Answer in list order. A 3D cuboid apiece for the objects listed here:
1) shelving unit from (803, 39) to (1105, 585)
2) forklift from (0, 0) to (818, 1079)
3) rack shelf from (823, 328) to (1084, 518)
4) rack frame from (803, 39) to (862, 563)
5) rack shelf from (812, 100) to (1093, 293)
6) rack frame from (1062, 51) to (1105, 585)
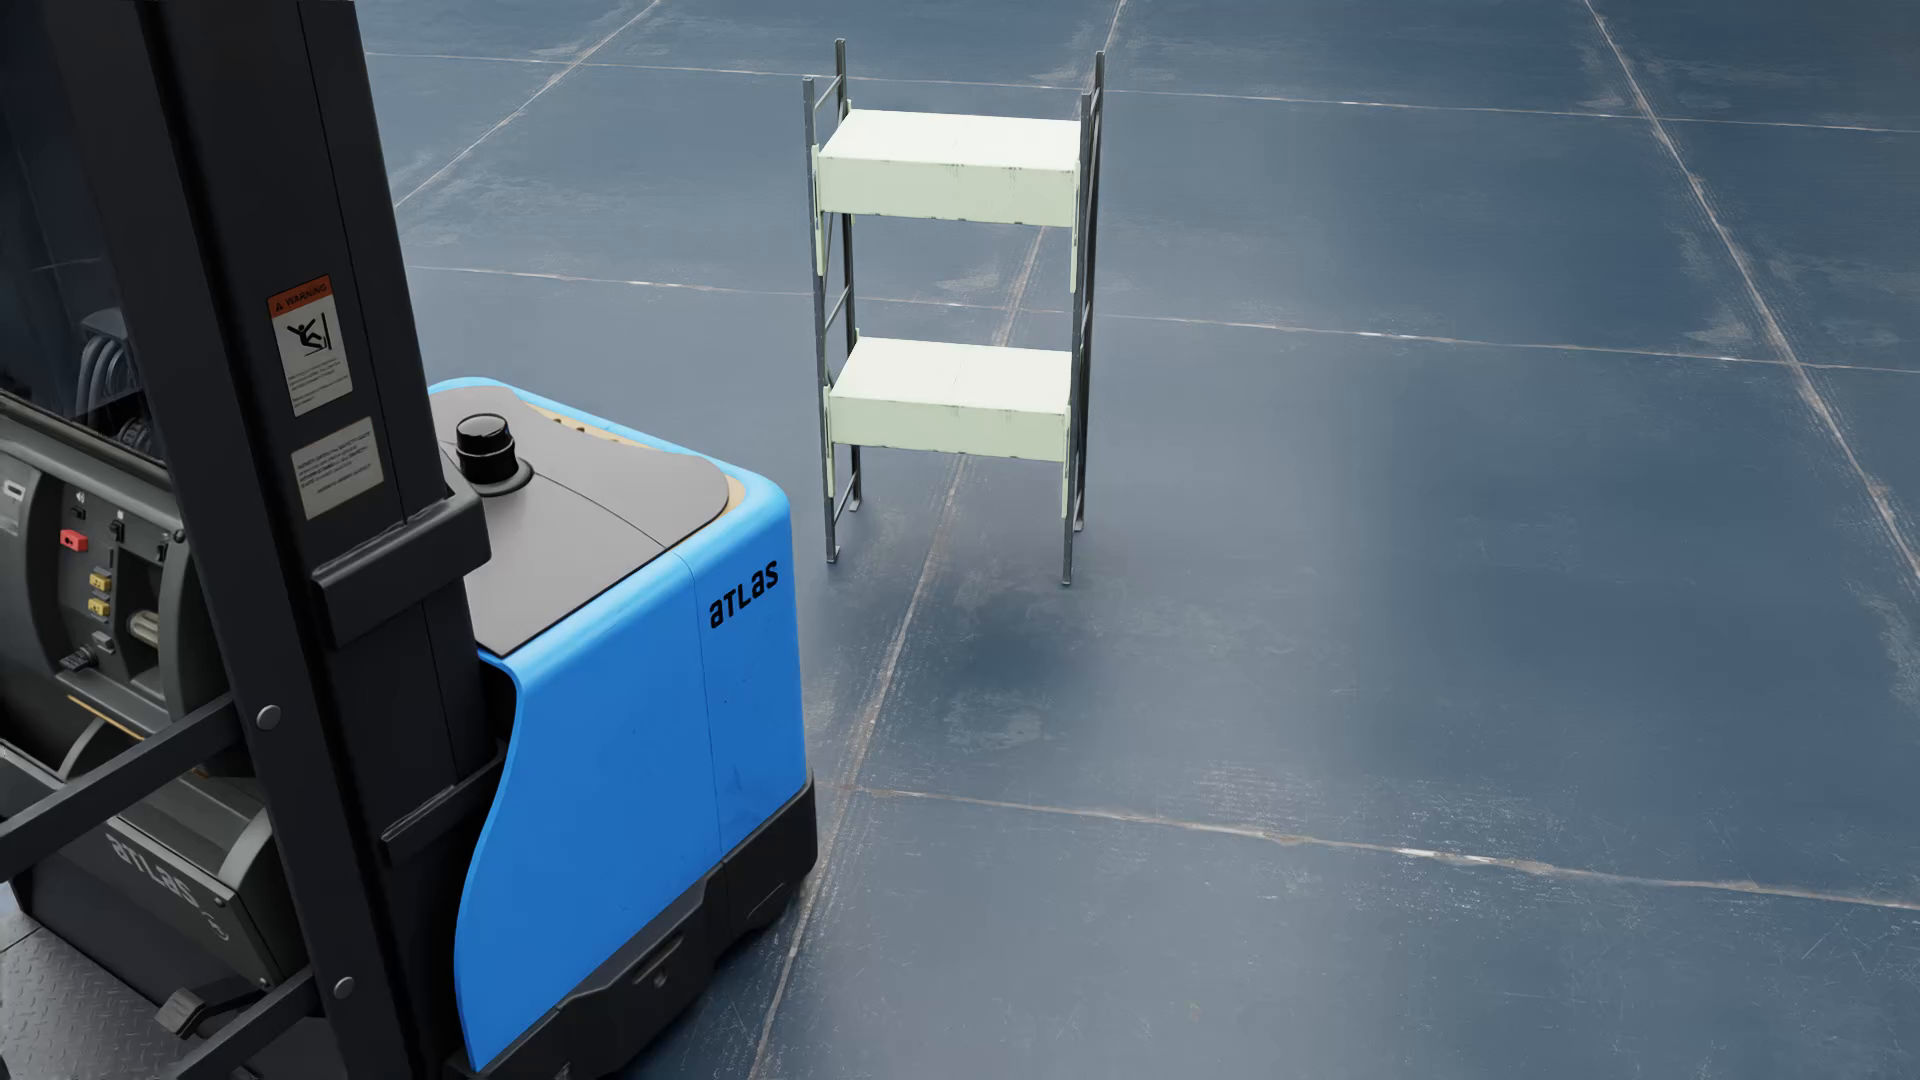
[{"bbox_3d":[-0.007,-0.636,4.853,0.755,1.500,0.431,5,32,8],"label":"shelving unit"},{"bbox_3d":[-1.573,0.059,2.393,1.130,2.935,3.031,20,37,28],"label":"forklift"},{"bbox_3d":[-0.007,-0.360,5.026,0.720,0.370,0.431,5,32,8],"label":"rack shelf"},{"bbox_3d":[-0.367,-0.669,4.905,0.023,1.500,0.400,5,32,8],"label":"rack frame"},{"bbox_3d":[-0.007,-0.967,4.646,0.720,0.370,0.431,5,32,8],"label":"rack shelf"},{"bbox_3d":[0.354,-0.604,4.801,0.023,1.500,0.400,5,32,8],"label":"rack frame"}]
